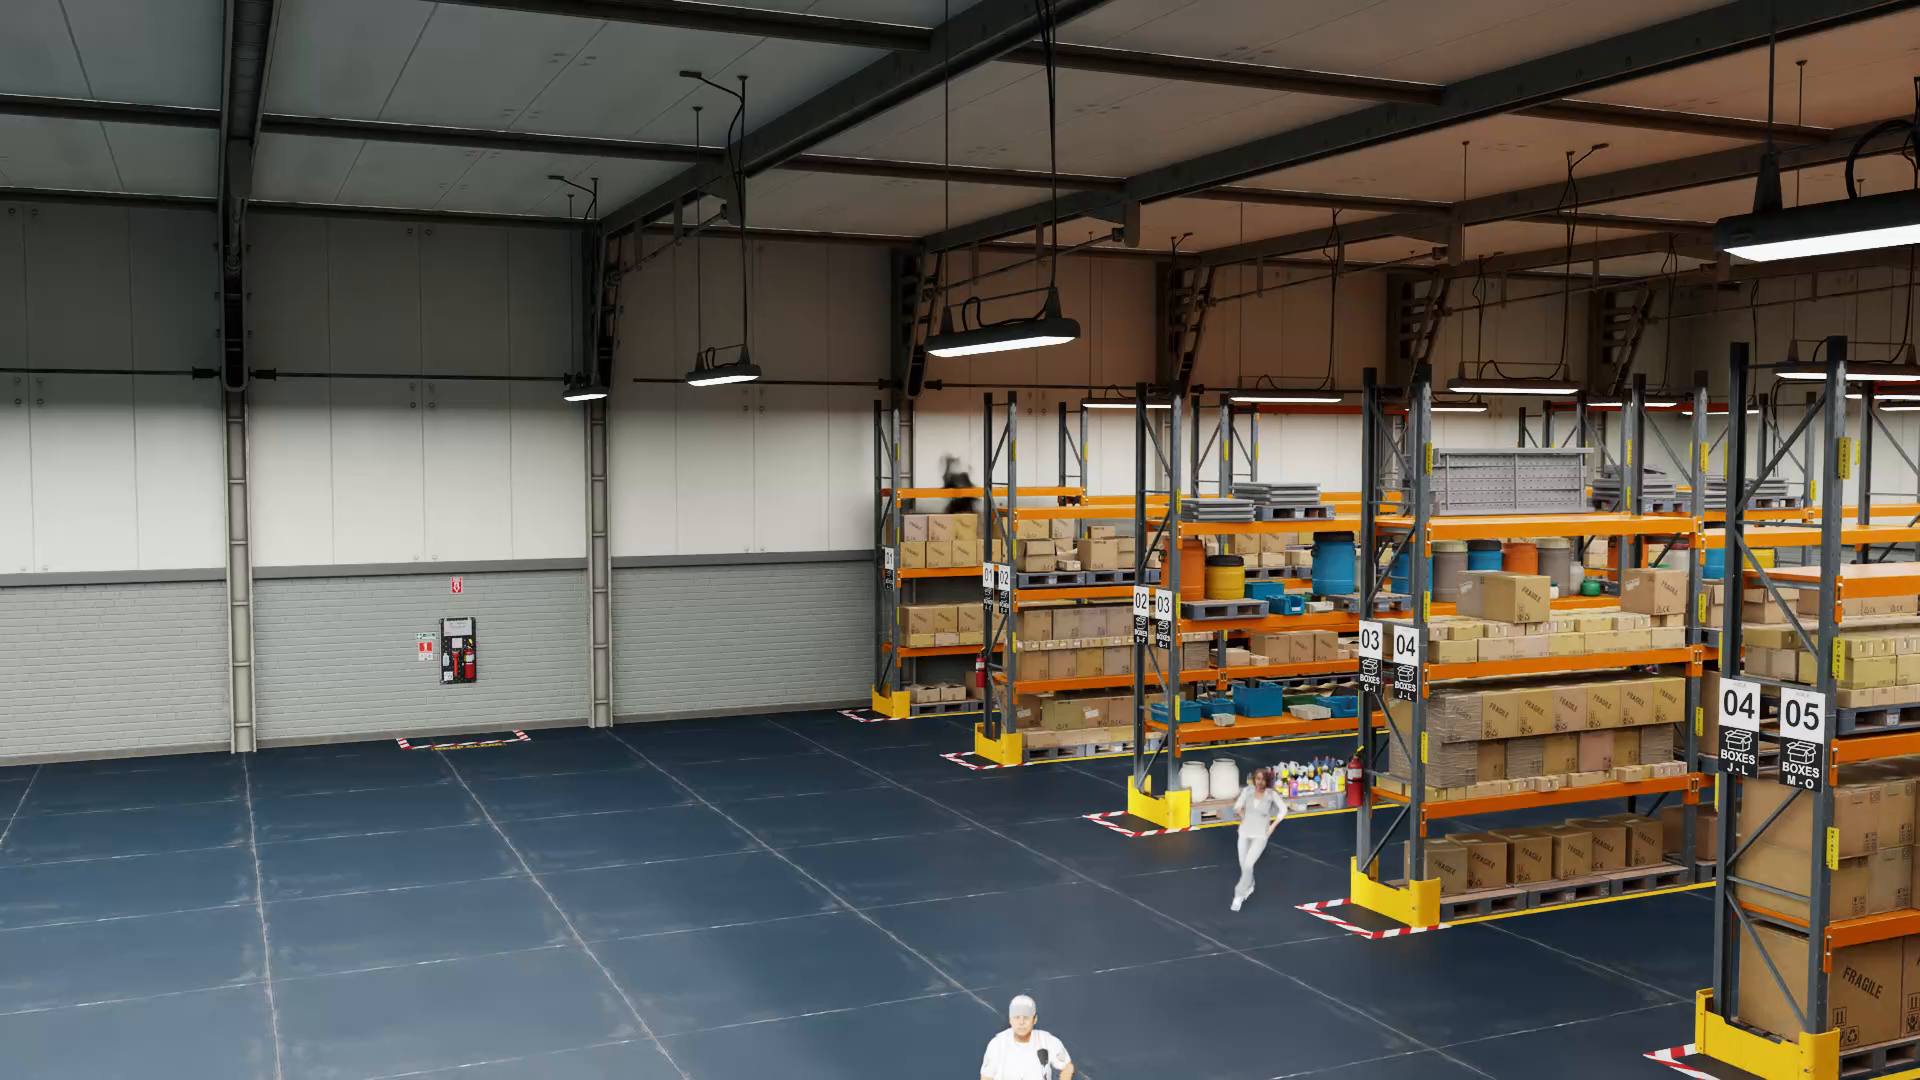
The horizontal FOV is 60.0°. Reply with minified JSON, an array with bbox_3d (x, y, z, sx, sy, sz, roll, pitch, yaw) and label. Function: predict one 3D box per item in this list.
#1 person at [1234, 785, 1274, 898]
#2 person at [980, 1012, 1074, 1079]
[{"bbox_3d":[3.279,3.335,18.484,0.464,1.248,0.604,2,4,34],"label":"person"},{"bbox_3d":[0.408,3.736,10.564,0.591,1.618,0.576,1,3,9],"label":"person"}]
